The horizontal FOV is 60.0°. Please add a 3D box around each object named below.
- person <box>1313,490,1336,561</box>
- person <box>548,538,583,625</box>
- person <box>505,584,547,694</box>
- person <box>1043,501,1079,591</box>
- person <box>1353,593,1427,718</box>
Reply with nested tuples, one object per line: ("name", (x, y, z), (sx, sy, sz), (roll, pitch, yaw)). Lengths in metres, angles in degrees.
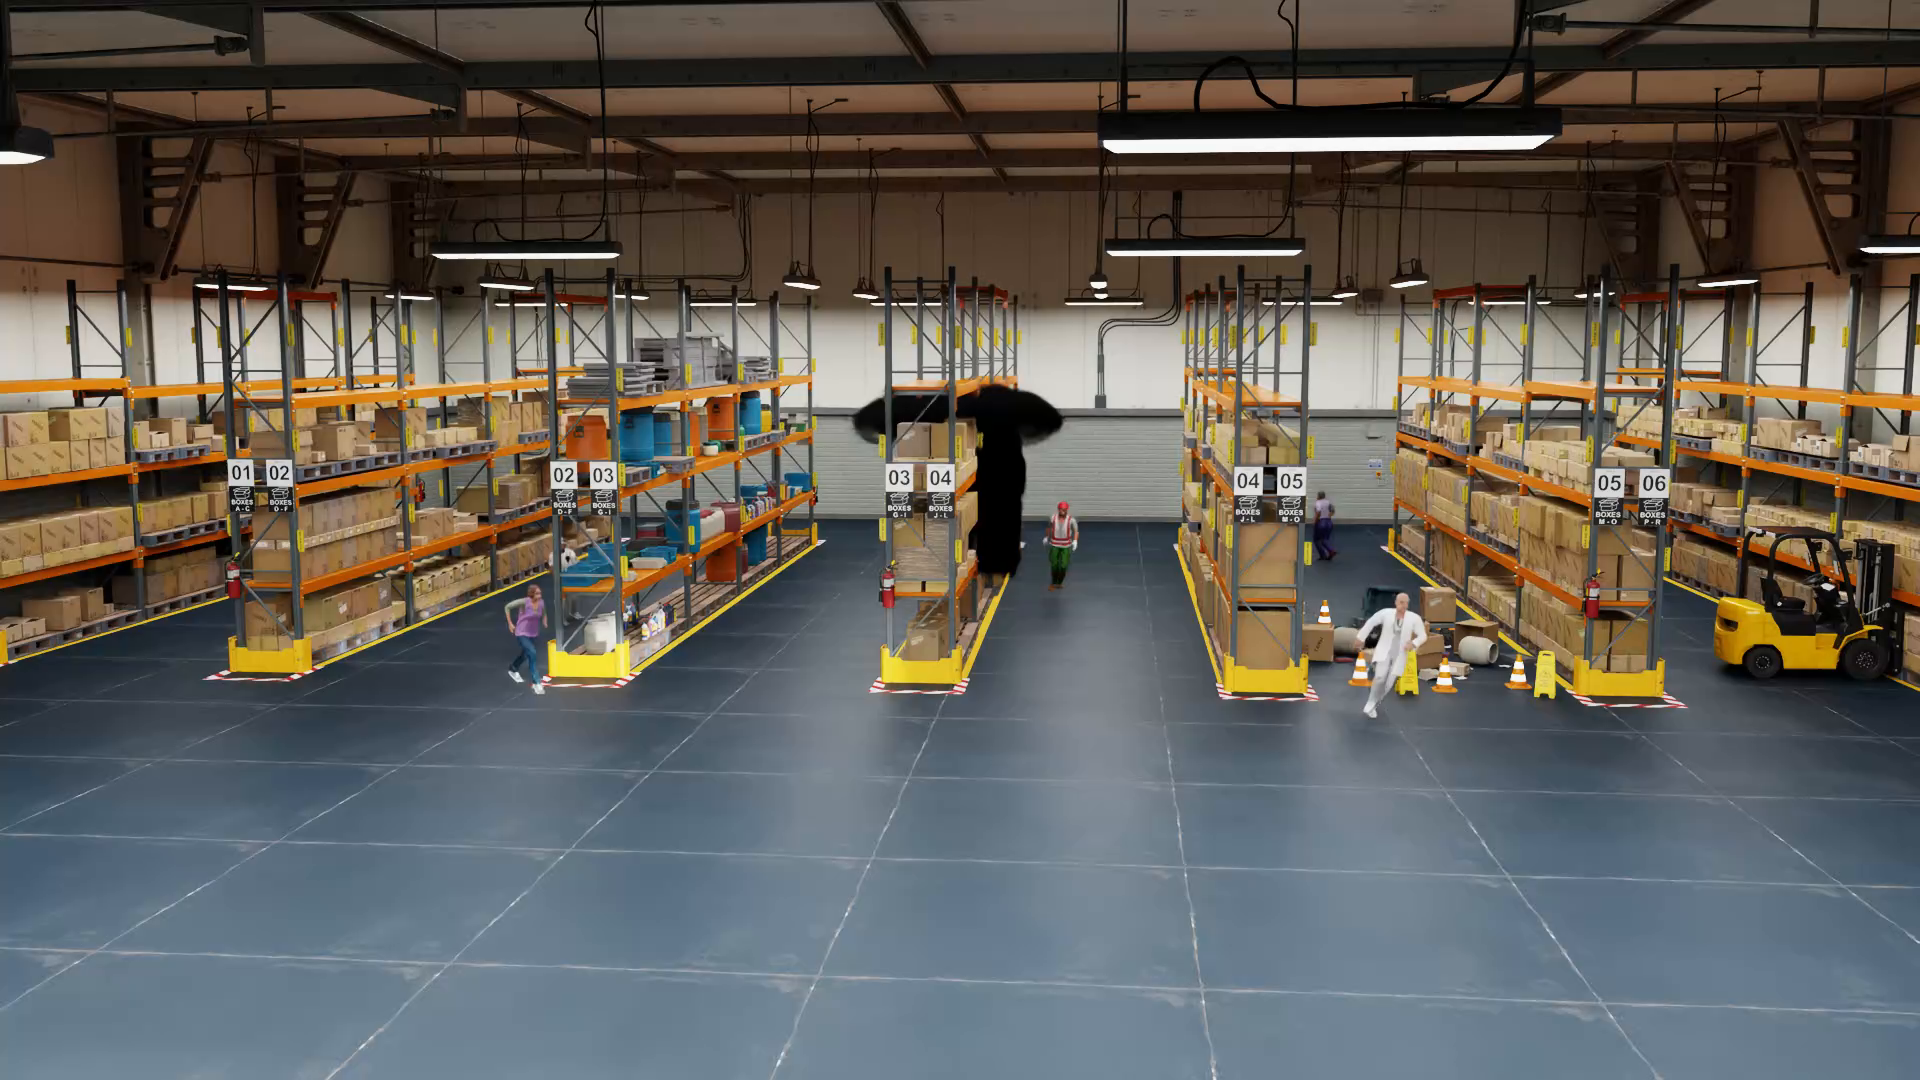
("person", (8.207, -0.300, 37.255), (0.588, 1.607, 0.645), (-3, 8, -24))
("person", (-6.901, 0.692, 29.098), (0.576, 1.580, 0.805), (-2, 7, -15))
("person", (-6.205, 1.385, 23.670), (0.885, 1.575, 0.584), (7, 10, 43))
("person", (1.889, 0.120, 31.154), (0.674, 1.719, 0.787), (0, 7, 3))
("person", (5.687, 1.530, 21.910), (0.874, 1.691, 0.757), (0, 7, 1))
